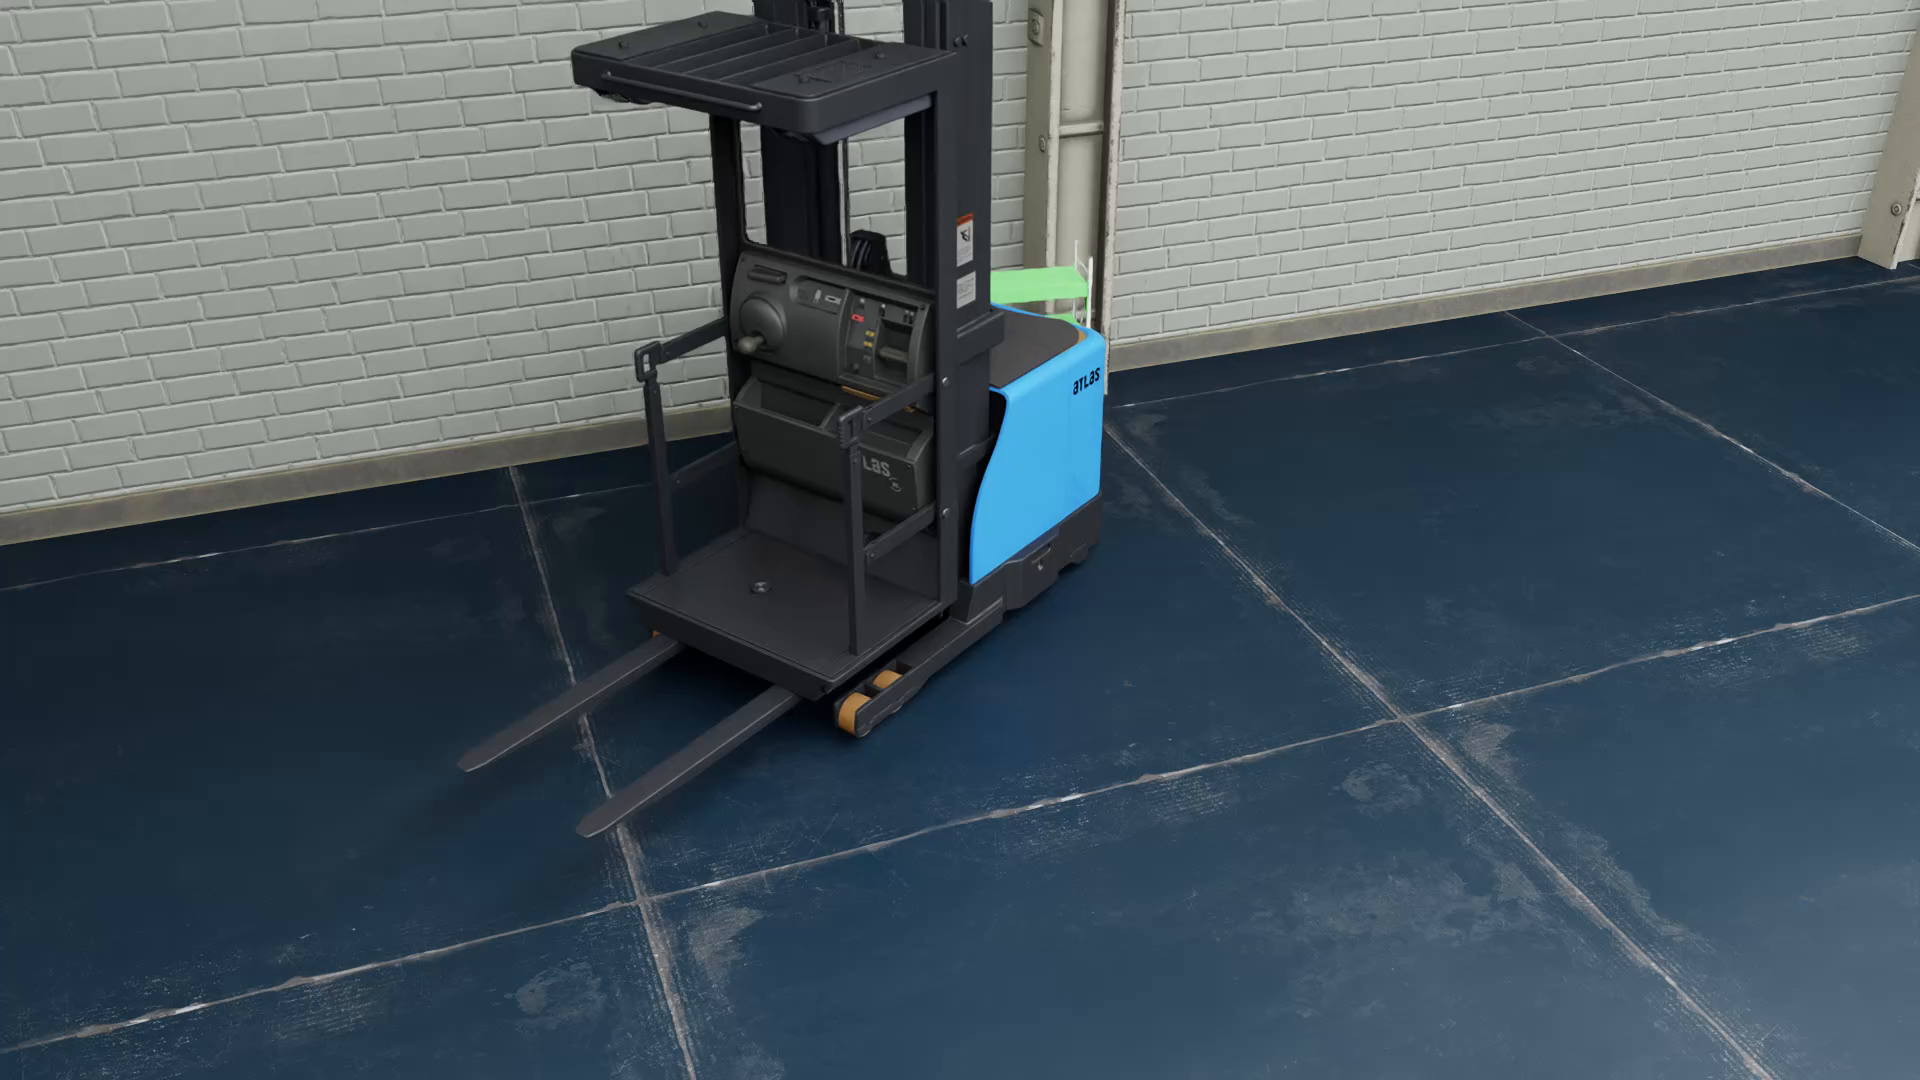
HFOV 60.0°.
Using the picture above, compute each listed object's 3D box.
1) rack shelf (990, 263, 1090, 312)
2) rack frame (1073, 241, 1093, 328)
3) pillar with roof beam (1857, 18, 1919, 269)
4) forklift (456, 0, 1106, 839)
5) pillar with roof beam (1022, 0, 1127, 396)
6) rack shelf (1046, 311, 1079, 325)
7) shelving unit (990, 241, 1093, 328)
[{"bbox_3d":[0.334,-1.155,7.724,0.480,0.148,0.258,-6,30,-11],"label":"rack shelf"},{"bbox_3d":[0.572,-0.820,7.977,0.015,1.200,0.240,-6,30,-11],"label":"rack frame"},{"bbox_3d":[7.701,-3.785,5.302,0.400,9.000,9.100,-10,31,-18],"label":"pillar with roof beam"},{"bbox_3d":[-0.628,-0.788,6.172,1.130,2.935,3.031,20,35,31],"label":"forklift"},{"bbox_3d":[2.077,-2.749,3.484,0.400,9.000,9.100,-10,31,-18],"label":"pillar with roof beam"},{"bbox_3d":[0.334,-0.946,7.843,0.480,0.148,0.258,-6,30,-11],"label":"rack shelf"},{"bbox_3d":[0.334,-0.793,7.930,0.503,1.200,0.258,-6,30,-11],"label":"shelving unit"}]
